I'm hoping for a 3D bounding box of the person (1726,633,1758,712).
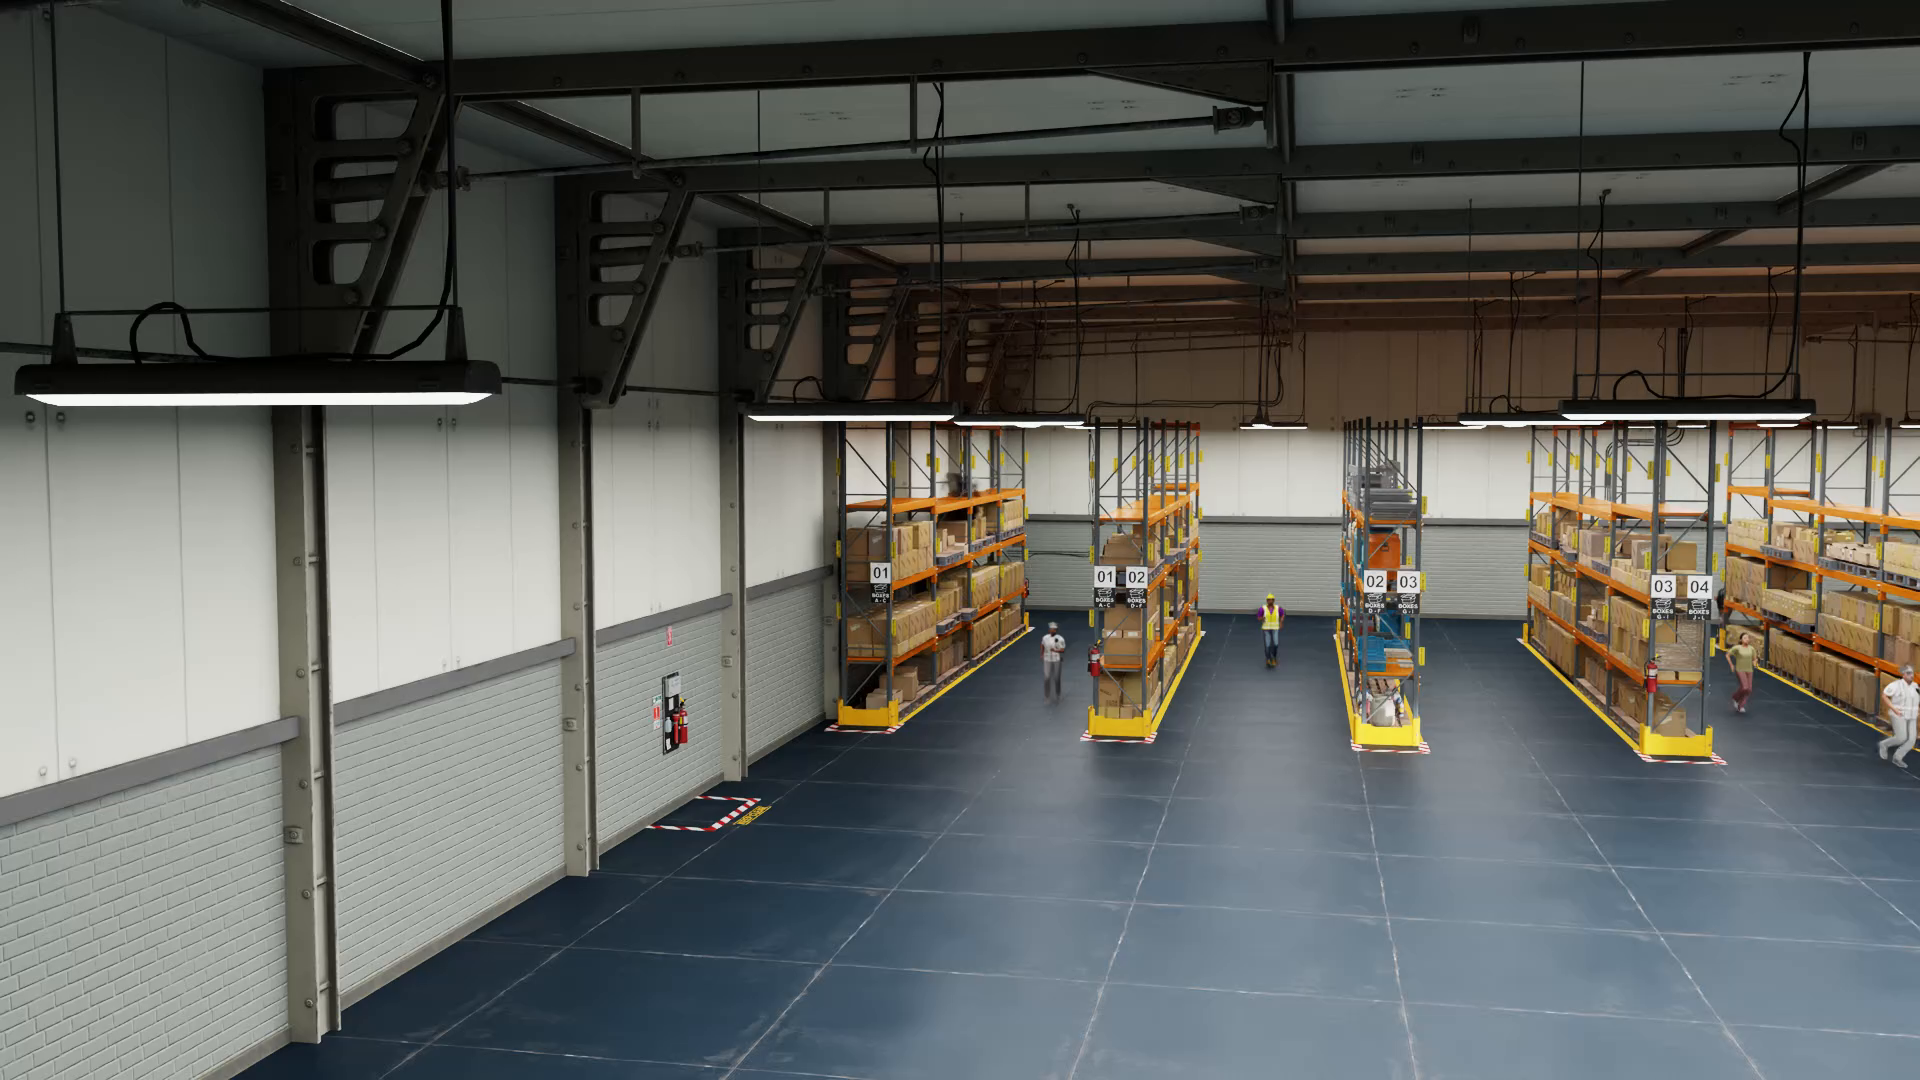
[{"bbox_3d":[15.989,2.701,33.883,0.566,1.629,0.549,0,4,-3],"label":"person"}]

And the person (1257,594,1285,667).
[{"bbox_3d":[7.595,2.217,40.606,0.676,1.783,0.661,1,4,8],"label":"person"}]

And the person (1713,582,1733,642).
[{"bbox_3d":[20.796,1.902,45.195,0.937,1.709,0.663,-1,4,-15],"label":"person"}]

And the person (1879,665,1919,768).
[{"bbox_3d":[16.209,3.009,28.590,0.694,1.748,0.564,-1,4,-10],"label":"person"}]

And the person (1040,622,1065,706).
[{"bbox_3d":[1.953,2.598,35.088,0.549,1.752,0.755,1,4,10],"label":"person"}]
